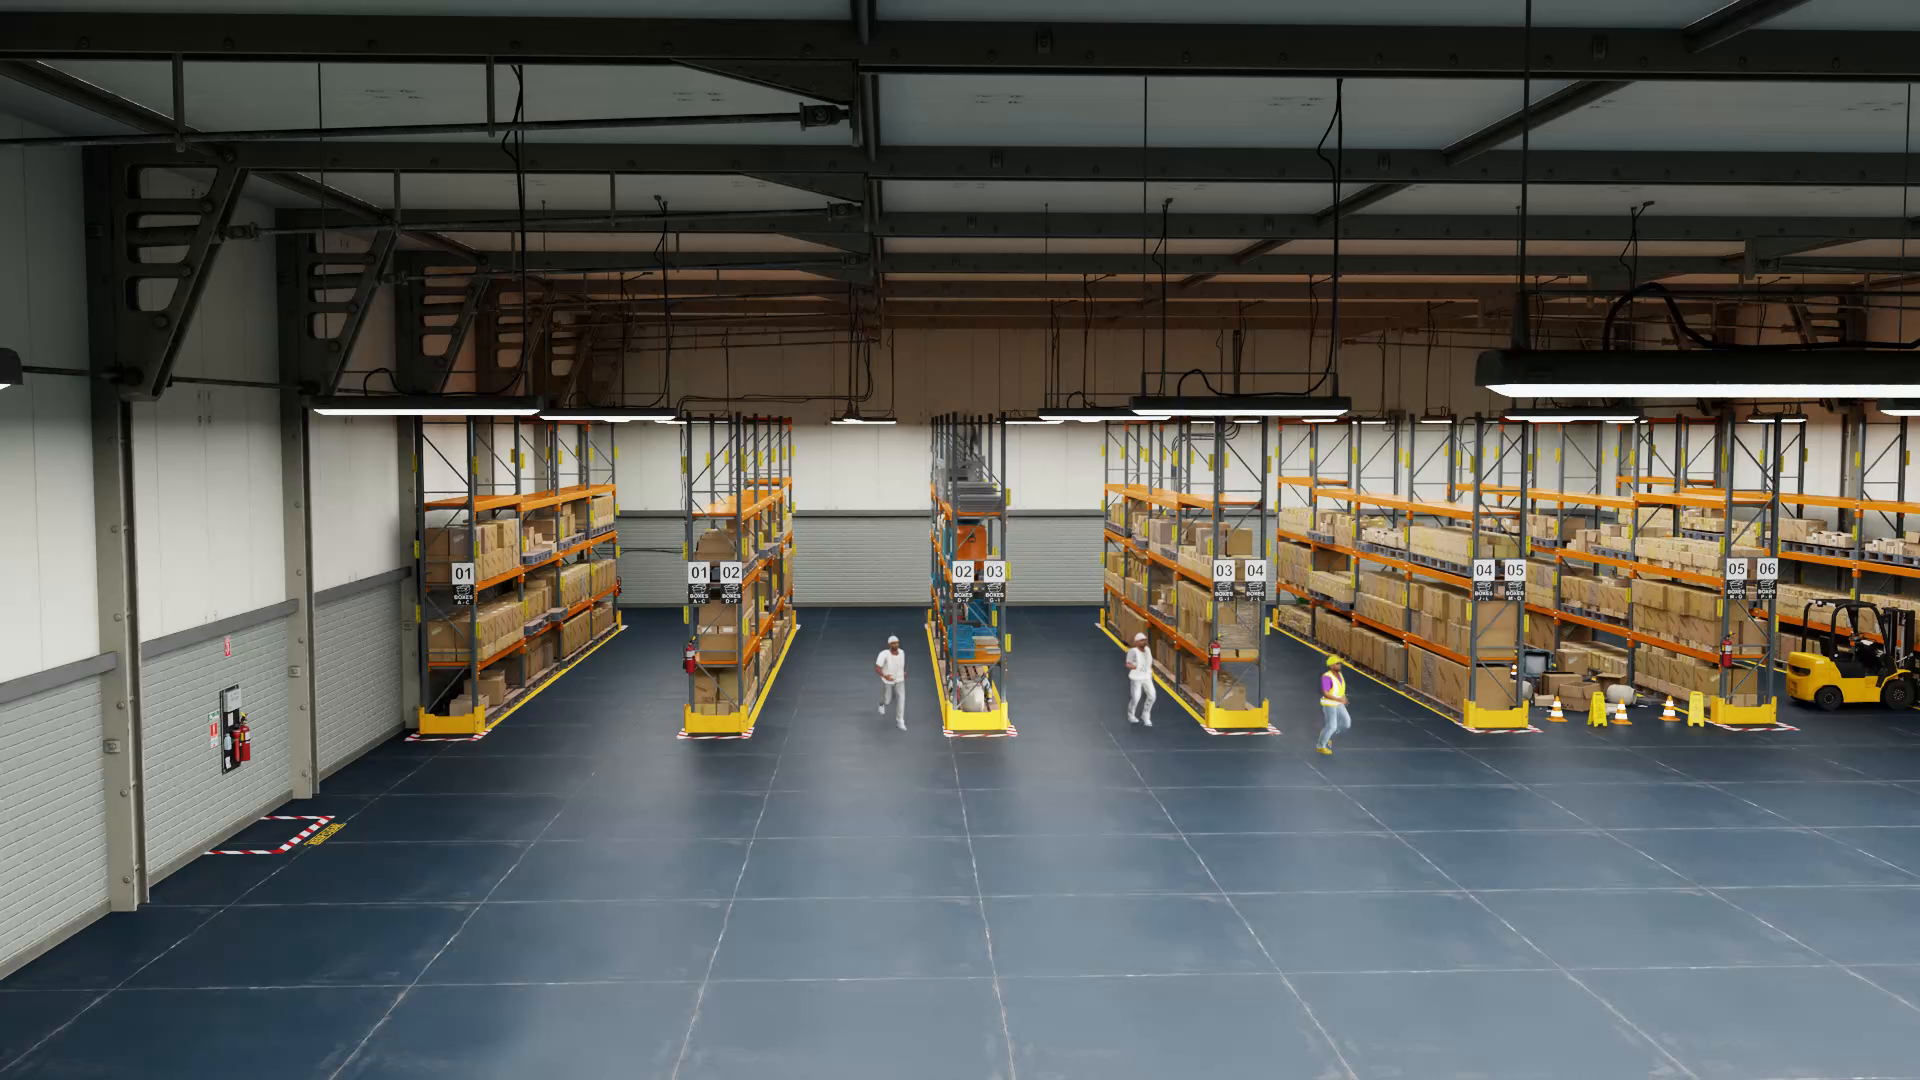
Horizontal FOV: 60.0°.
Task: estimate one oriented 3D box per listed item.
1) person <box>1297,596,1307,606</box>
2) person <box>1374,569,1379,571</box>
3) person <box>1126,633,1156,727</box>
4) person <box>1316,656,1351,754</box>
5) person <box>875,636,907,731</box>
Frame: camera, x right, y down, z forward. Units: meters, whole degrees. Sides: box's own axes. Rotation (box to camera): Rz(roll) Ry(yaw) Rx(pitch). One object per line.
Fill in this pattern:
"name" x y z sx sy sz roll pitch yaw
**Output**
"person" 10.101 1.494 48.903 0.901 1.775 0.694 3 5 36
"person" 11.483 1.690 45.785 0.697 1.761 1.049 -1 4 -11
"person" 3.453 2.679 31.764 0.671 1.814 0.736 -2 4 -26
"person" 6.573 2.883 29.095 0.668 1.719 0.723 4 5 43
"person" -1.306 2.709 31.758 0.664 1.757 1.092 -2 4 -21
